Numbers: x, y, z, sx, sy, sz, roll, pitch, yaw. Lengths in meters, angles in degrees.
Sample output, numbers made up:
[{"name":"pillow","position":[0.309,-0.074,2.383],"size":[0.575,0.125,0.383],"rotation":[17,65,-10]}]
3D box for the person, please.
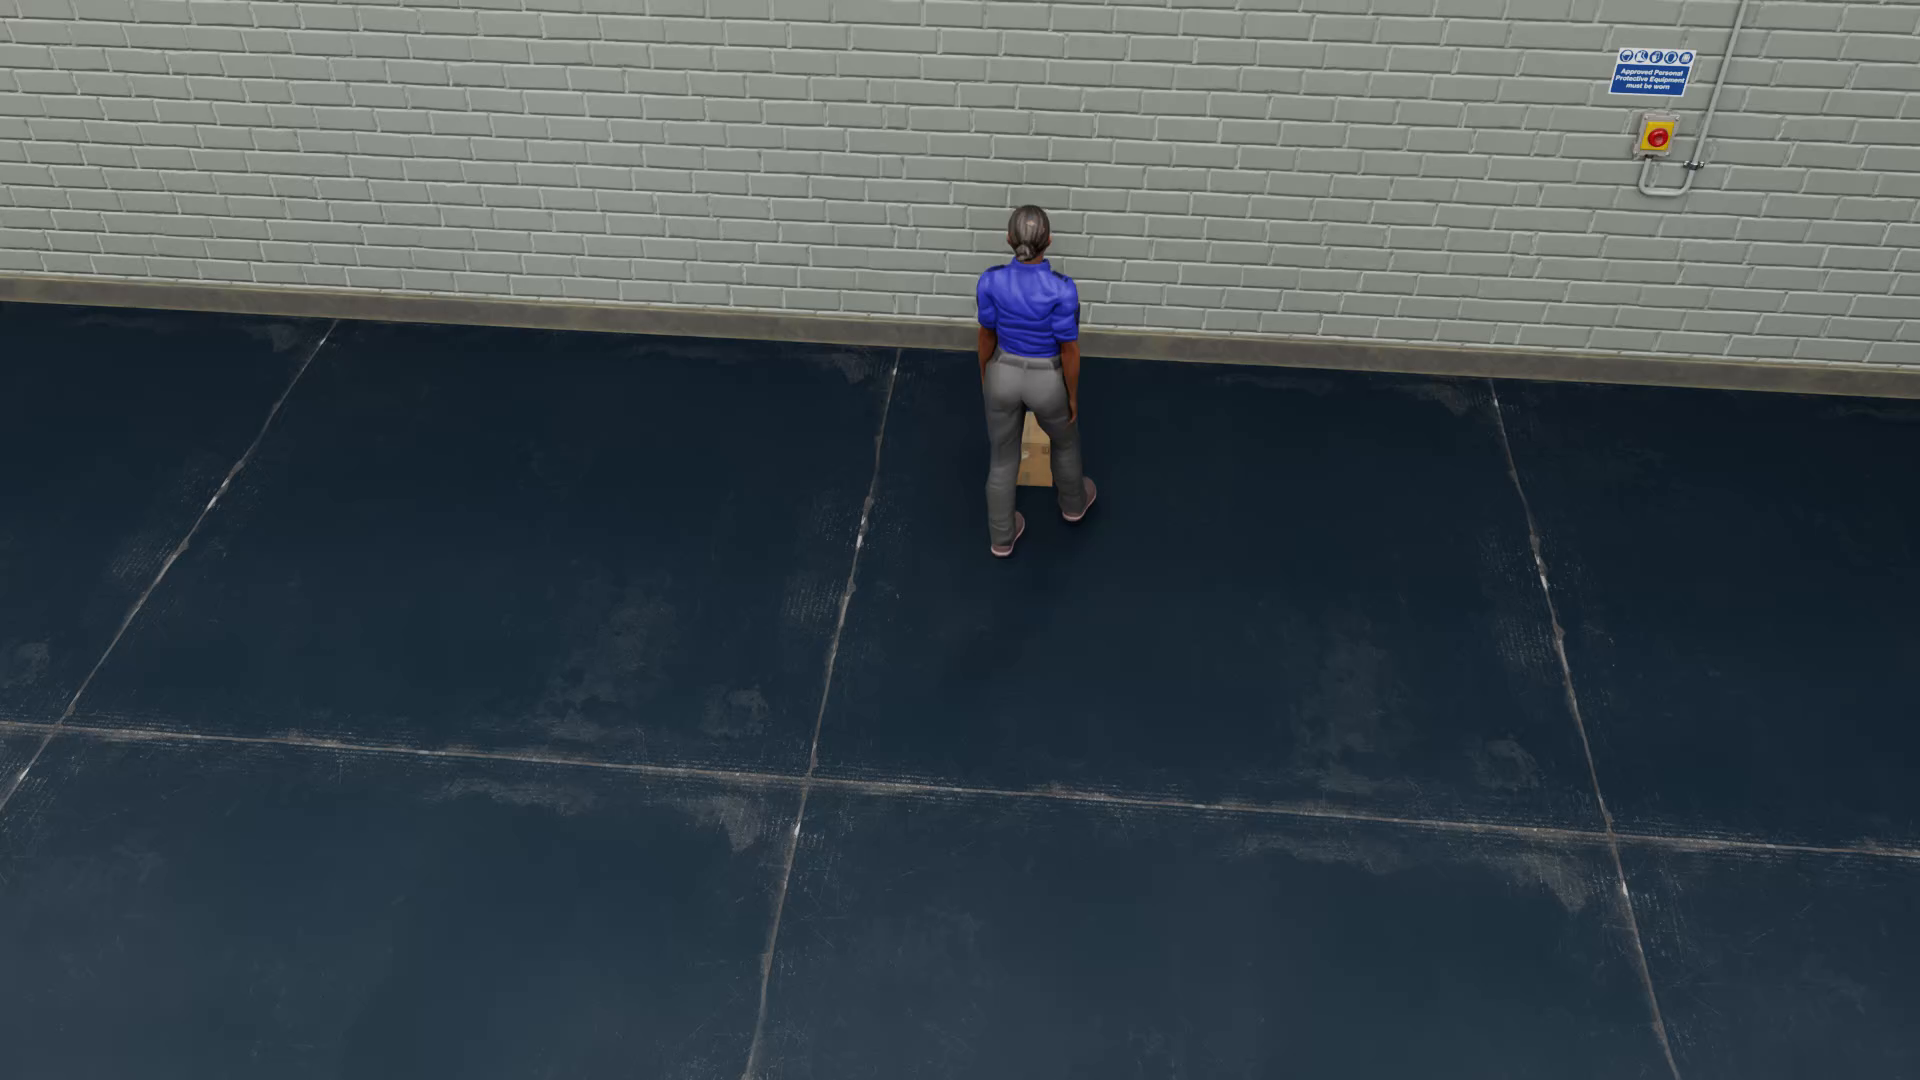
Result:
[{"name":"person","position":[0.338,-0.715,6.989],"size":[0.496,1.653,0.585],"rotation":[8,41,9]}]
